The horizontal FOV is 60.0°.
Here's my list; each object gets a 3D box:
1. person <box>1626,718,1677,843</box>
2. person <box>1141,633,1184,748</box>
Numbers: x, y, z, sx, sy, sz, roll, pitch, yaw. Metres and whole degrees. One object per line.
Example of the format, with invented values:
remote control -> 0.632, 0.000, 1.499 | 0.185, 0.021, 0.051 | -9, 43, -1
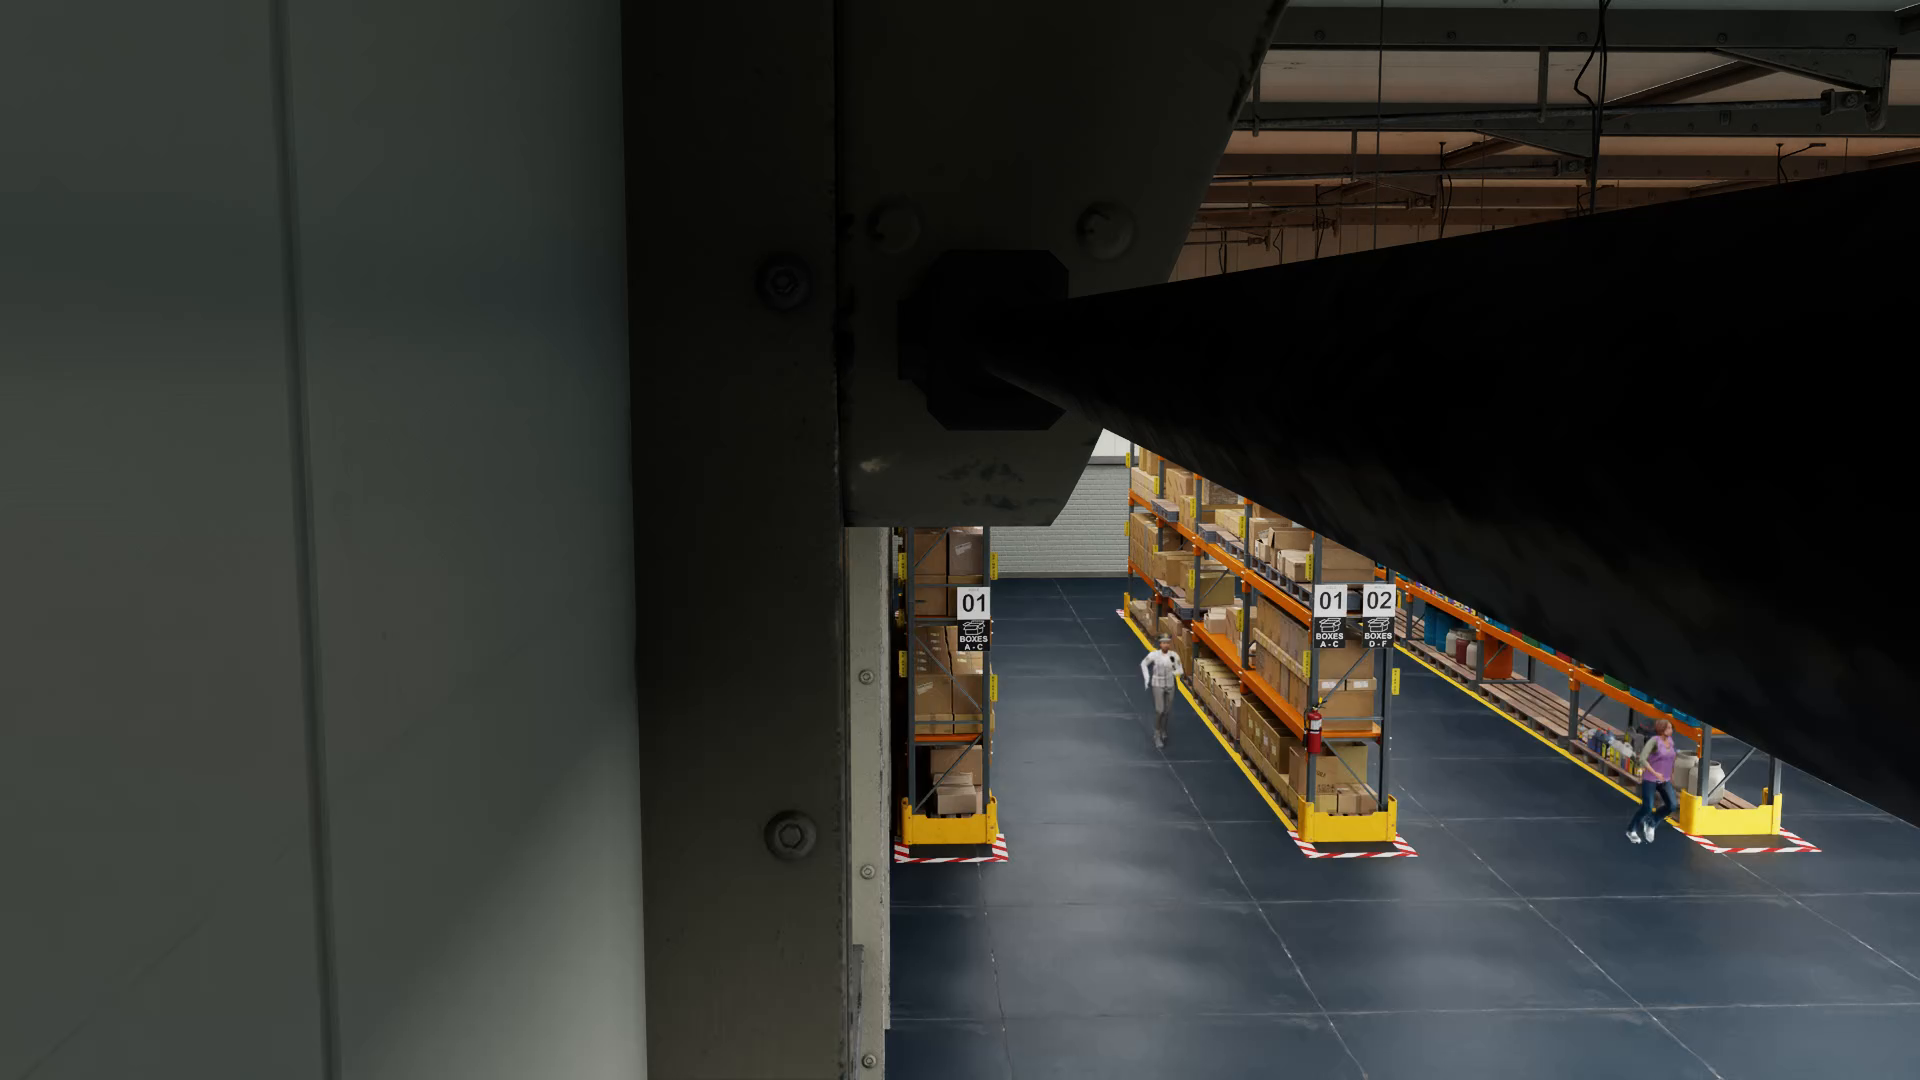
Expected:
person -> 8.579, 2.953, 20.414 | 0.601, 1.545, 0.556 | -3, 8, -20
person -> 3.087, 2.269, 25.253 | 0.576, 1.749, 0.732 | -1, 7, -8
